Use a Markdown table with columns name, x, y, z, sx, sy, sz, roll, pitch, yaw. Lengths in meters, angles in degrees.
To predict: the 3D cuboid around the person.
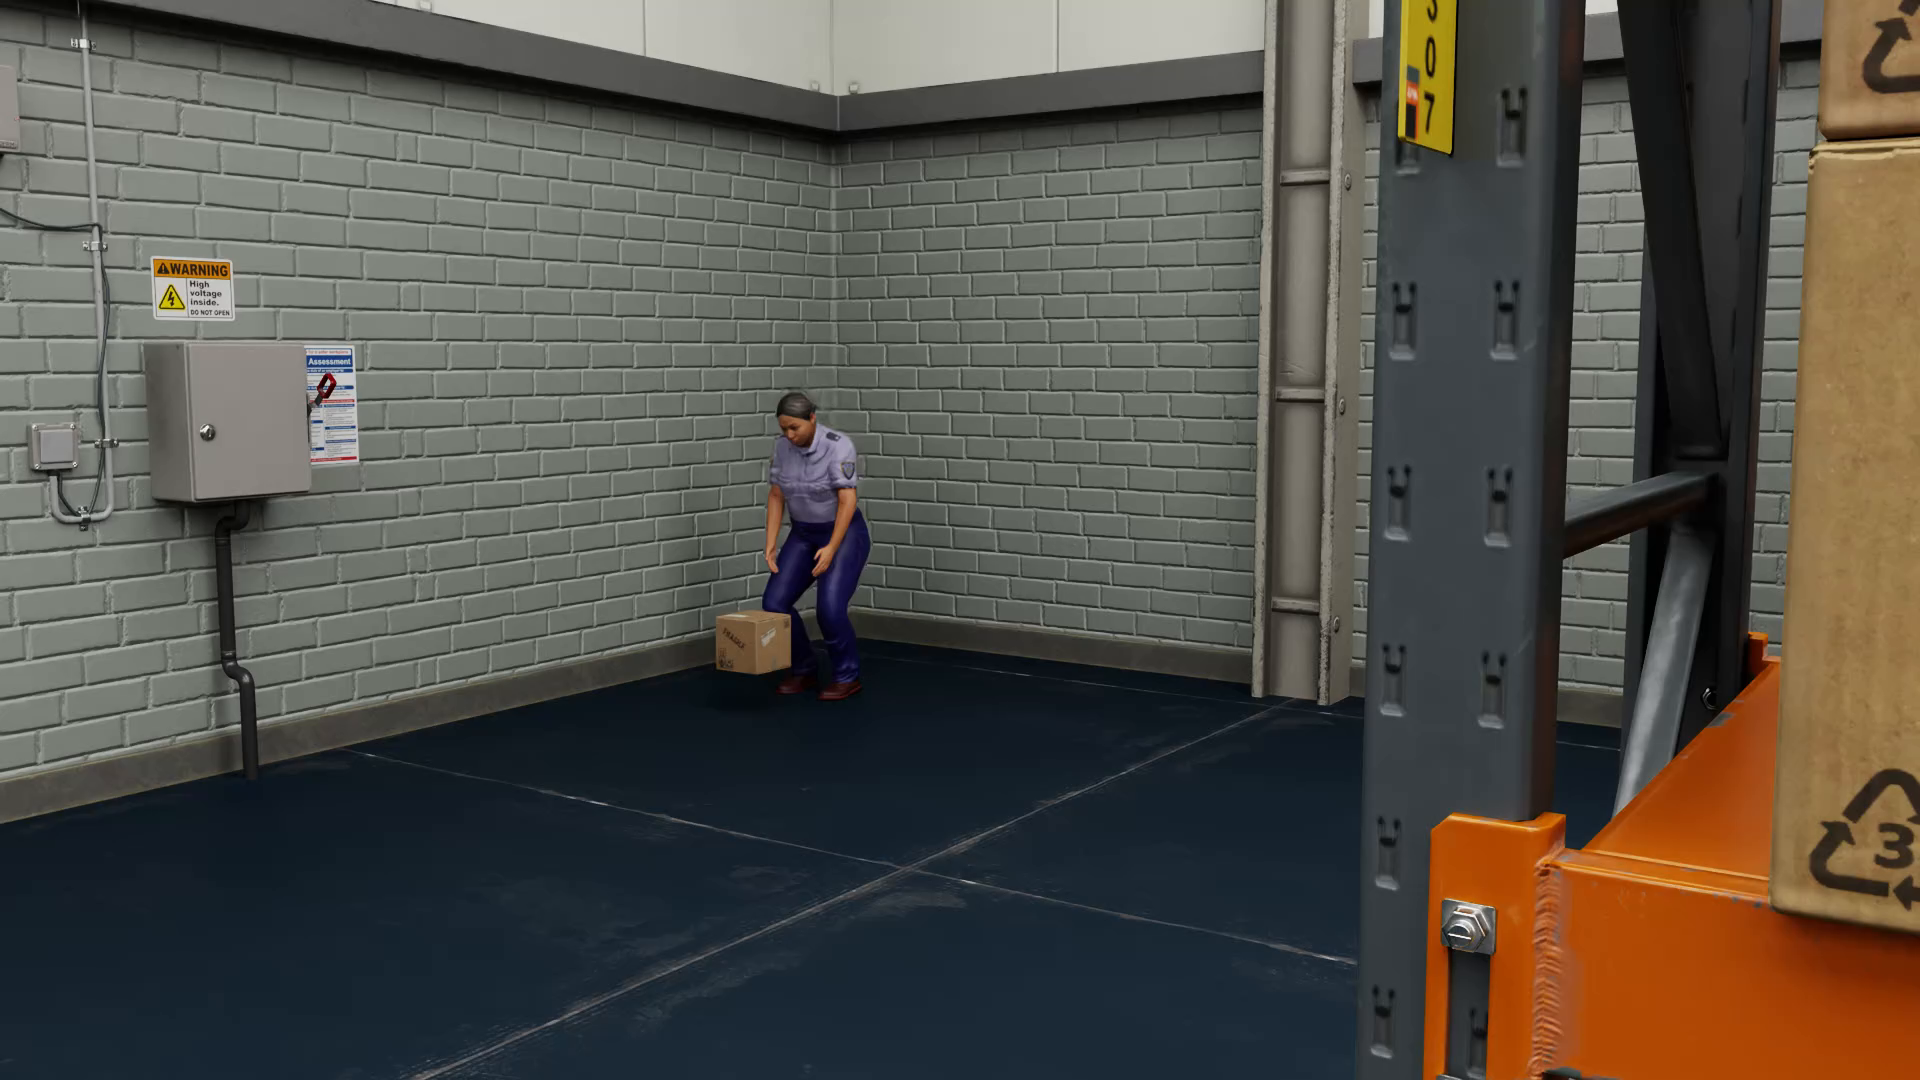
| name | x | y | z | sx | sy | sz | roll | pitch | yaw |
| --- | --- | --- | --- | --- | --- | --- | --- | --- | --- |
| person | -0.683 | 0.026 | 8.108 | 0.525 | 1.490 | 0.552 | 4 | 8 | 34 |
